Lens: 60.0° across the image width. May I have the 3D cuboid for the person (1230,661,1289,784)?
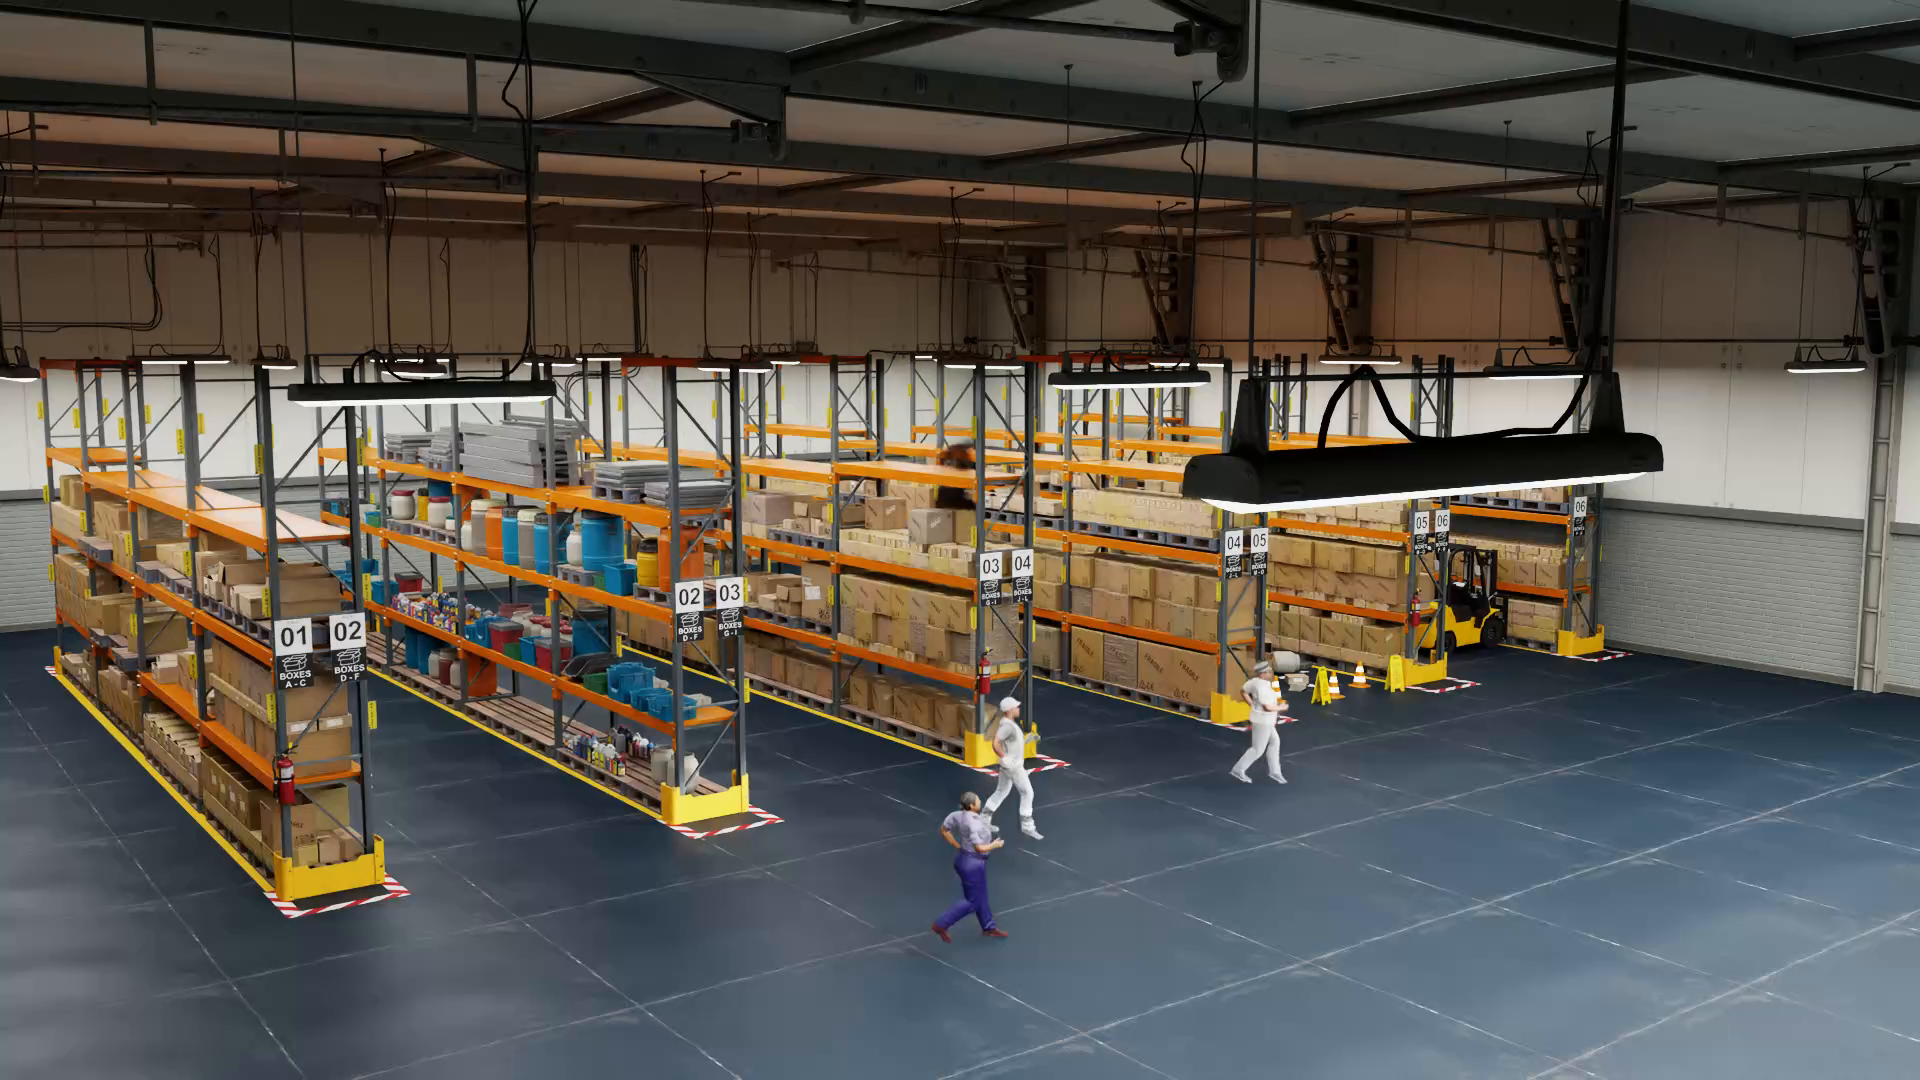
[{"bbox_3d":[4.288,2.622,23.683,0.863,1.840,0.662,0,7,2],"label":"person"}]

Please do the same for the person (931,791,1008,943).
[{"bbox_3d":[0.105,3.424,17.368,0.925,1.646,0.606,-3,7,-22],"label":"person"}]

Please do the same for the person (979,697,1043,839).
[{"bbox_3d":[0.634,2.899,21.119,0.839,1.834,0.649,-1,7,-8],"label":"person"}]
